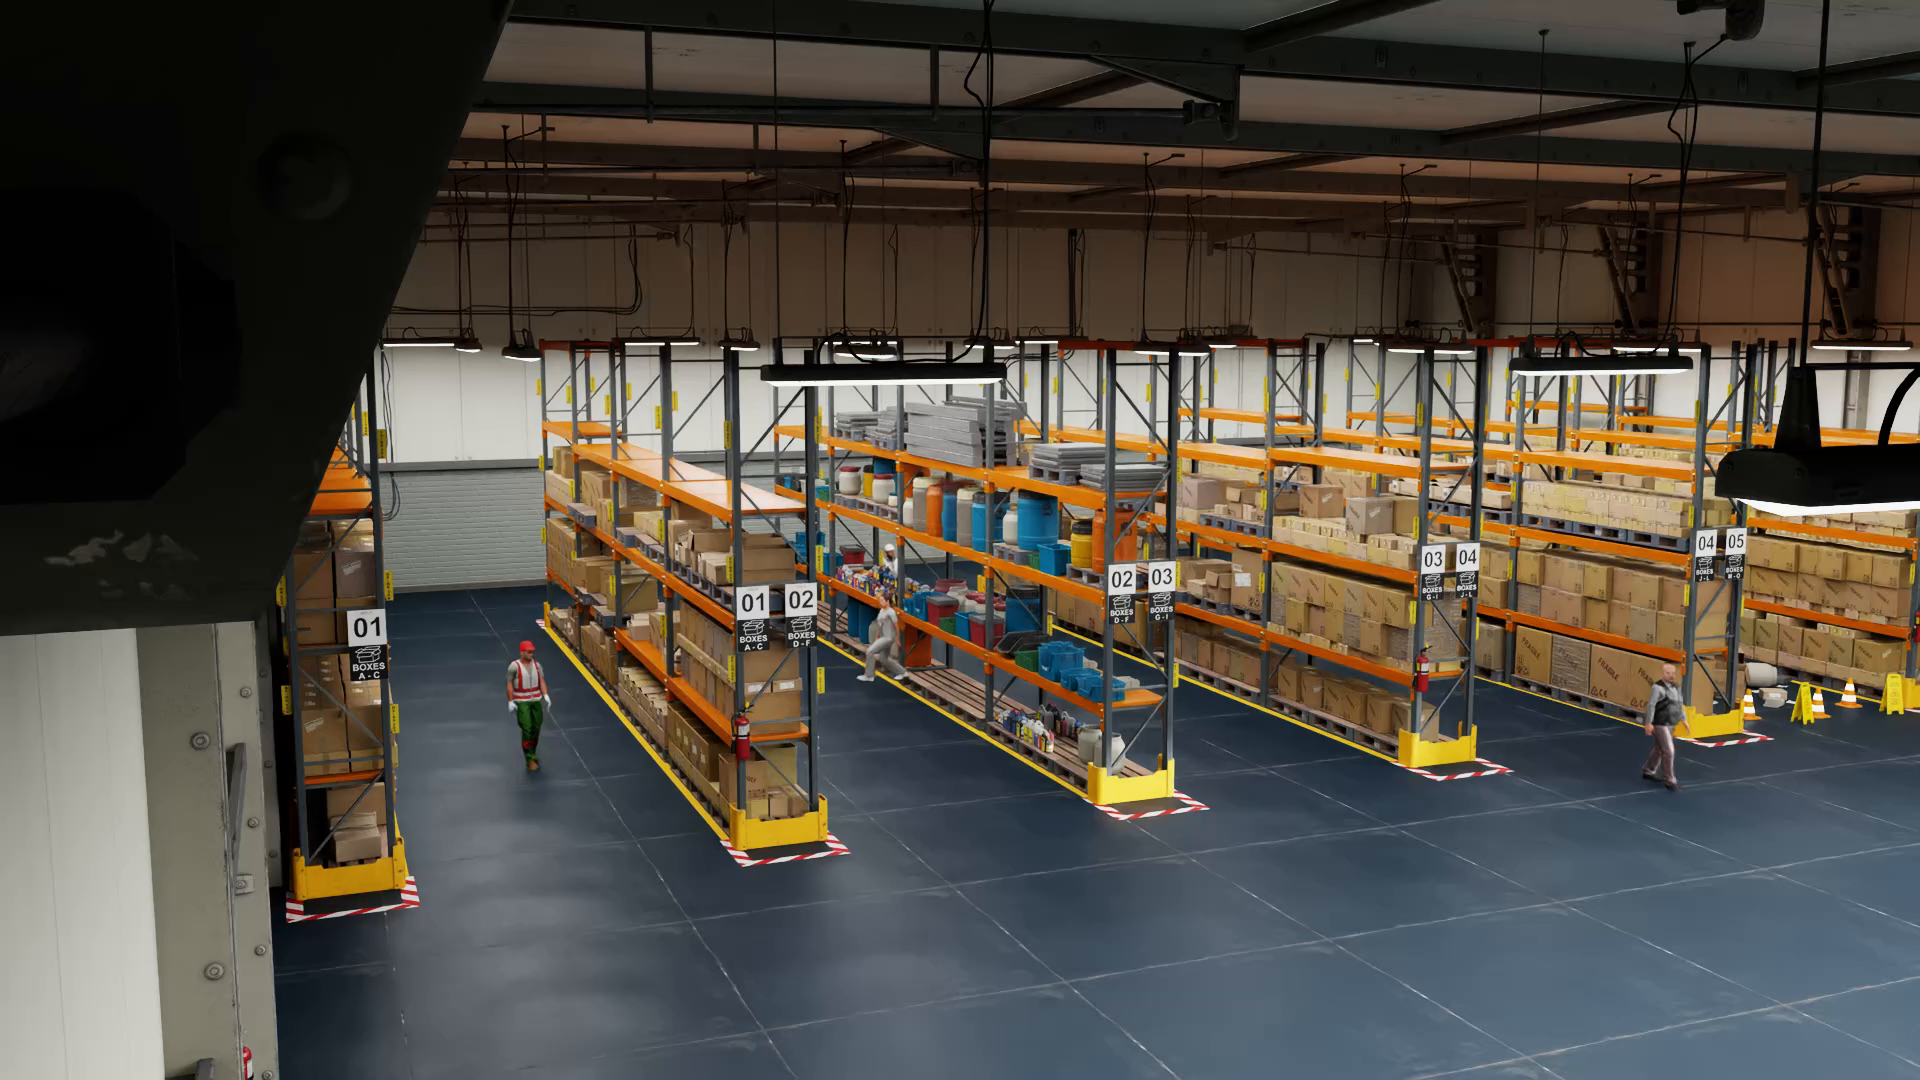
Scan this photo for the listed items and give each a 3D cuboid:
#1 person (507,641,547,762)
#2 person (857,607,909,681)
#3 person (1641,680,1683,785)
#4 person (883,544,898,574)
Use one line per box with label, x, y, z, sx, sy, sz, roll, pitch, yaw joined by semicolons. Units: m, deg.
person;-6.180;2.311;23.937;0.551;1.700;0.580;-7;10;-42
person;-1.309;1.776;28.267;0.983;1.277;0.432;-3;8;-25
person;9.603;2.614;22.762;0.447;1.416;0.589;-5;9;-36
person;-1.425;0.617;34.791;0.551;1.065;0.539;-6;9;-36
